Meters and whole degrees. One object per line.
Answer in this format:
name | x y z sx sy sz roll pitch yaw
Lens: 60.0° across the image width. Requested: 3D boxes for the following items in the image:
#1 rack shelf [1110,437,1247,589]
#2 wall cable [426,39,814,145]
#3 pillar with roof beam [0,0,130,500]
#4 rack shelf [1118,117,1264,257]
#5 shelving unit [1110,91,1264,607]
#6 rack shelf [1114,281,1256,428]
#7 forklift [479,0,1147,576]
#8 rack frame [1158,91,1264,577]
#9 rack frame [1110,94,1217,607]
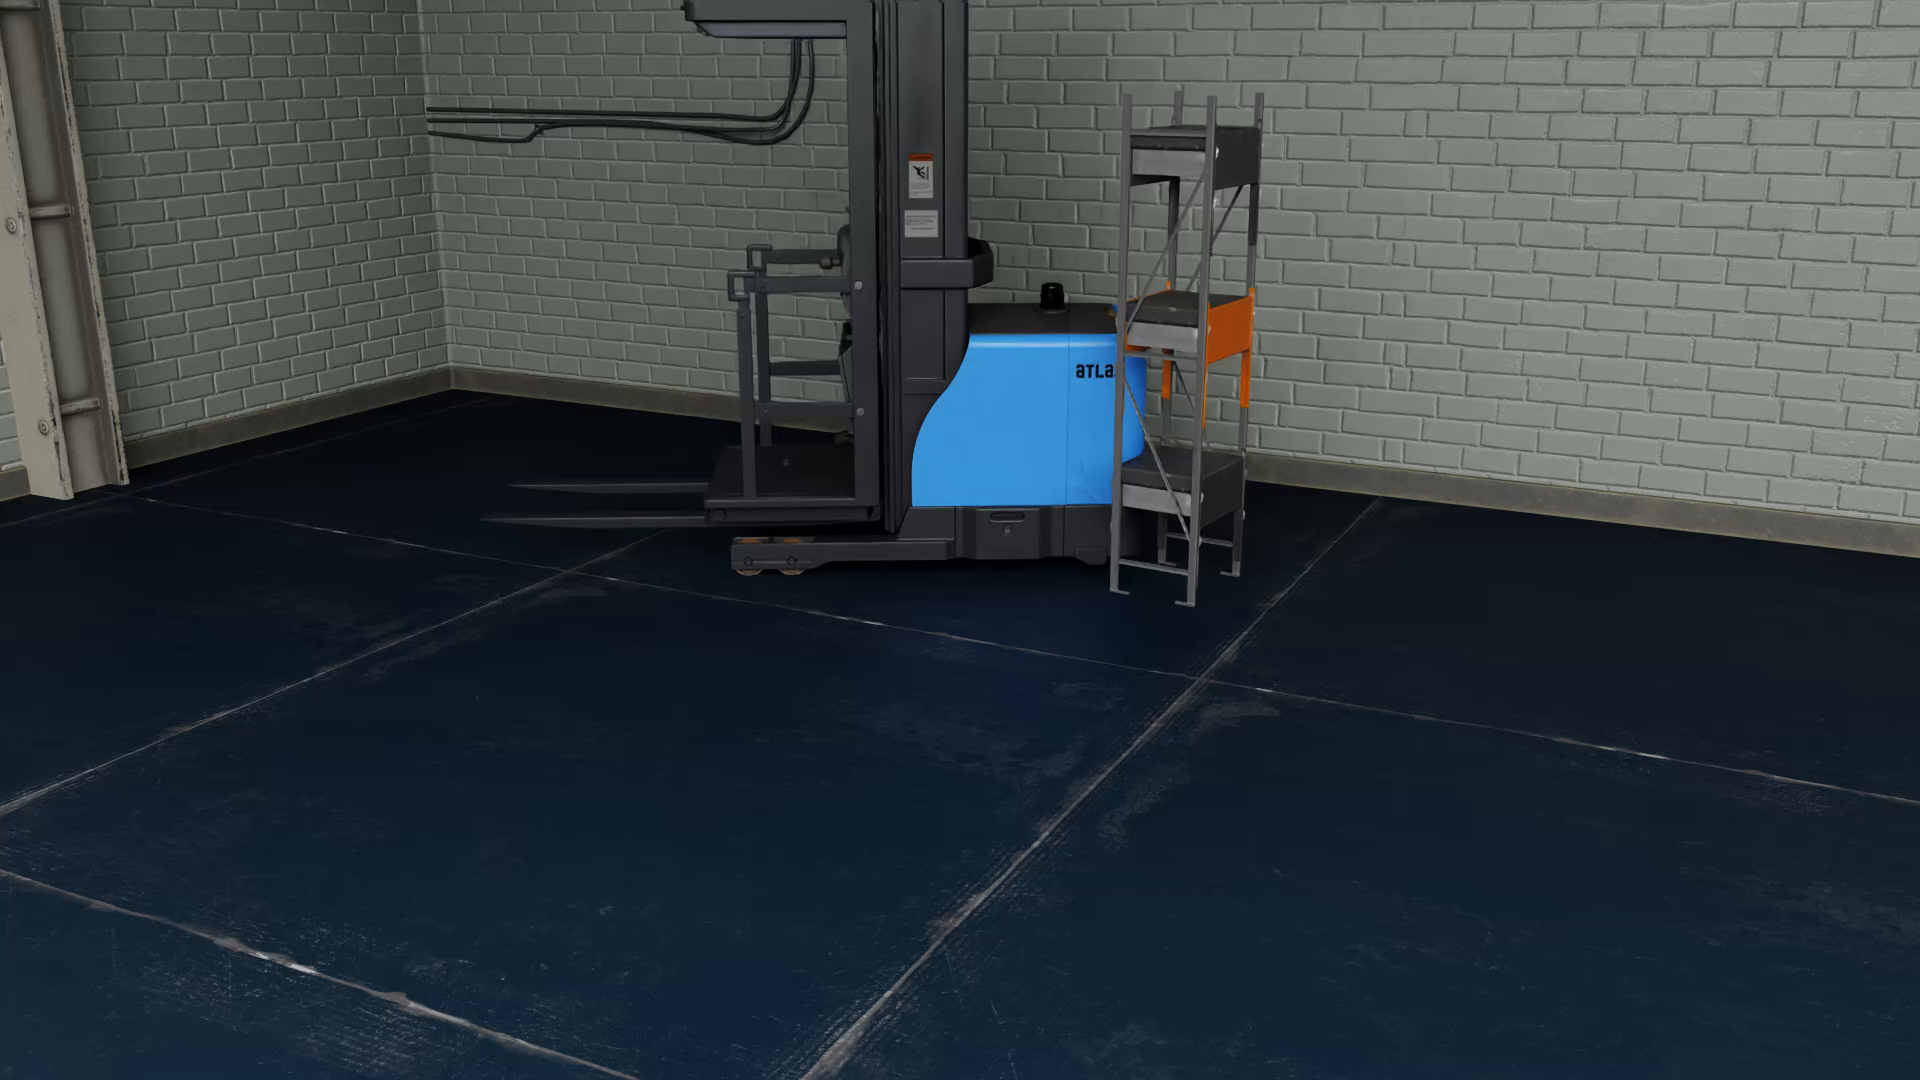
rack shelf | 0.956 -0.127 7.271 0.431 0.518 0.480 10 19 30
wall cable | -2.248 -3.687 10.087 3.097 2.526 0.112 8 18 25
pillar with roof beam | -0.896 -4.046 5.841 9.100 9.000 0.400 8 18 25
rack shelf | 0.956 -1.469 6.872 0.431 0.518 0.480 10 19 30
shelving unit | 0.956 -0.811 7.068 0.431 2.100 0.503 10 19 30
rack shelf | 0.956 -0.798 7.072 0.431 0.518 0.480 10 19 30
forklift | -0.689 -1.396 7.578 3.031 2.935 1.130 -1 17 -2
rack frame | 1.085 -0.870 7.267 0.400 2.100 0.015 10 19 30
rack frame | 0.827 -0.752 6.869 0.400 2.100 0.015 10 19 30
